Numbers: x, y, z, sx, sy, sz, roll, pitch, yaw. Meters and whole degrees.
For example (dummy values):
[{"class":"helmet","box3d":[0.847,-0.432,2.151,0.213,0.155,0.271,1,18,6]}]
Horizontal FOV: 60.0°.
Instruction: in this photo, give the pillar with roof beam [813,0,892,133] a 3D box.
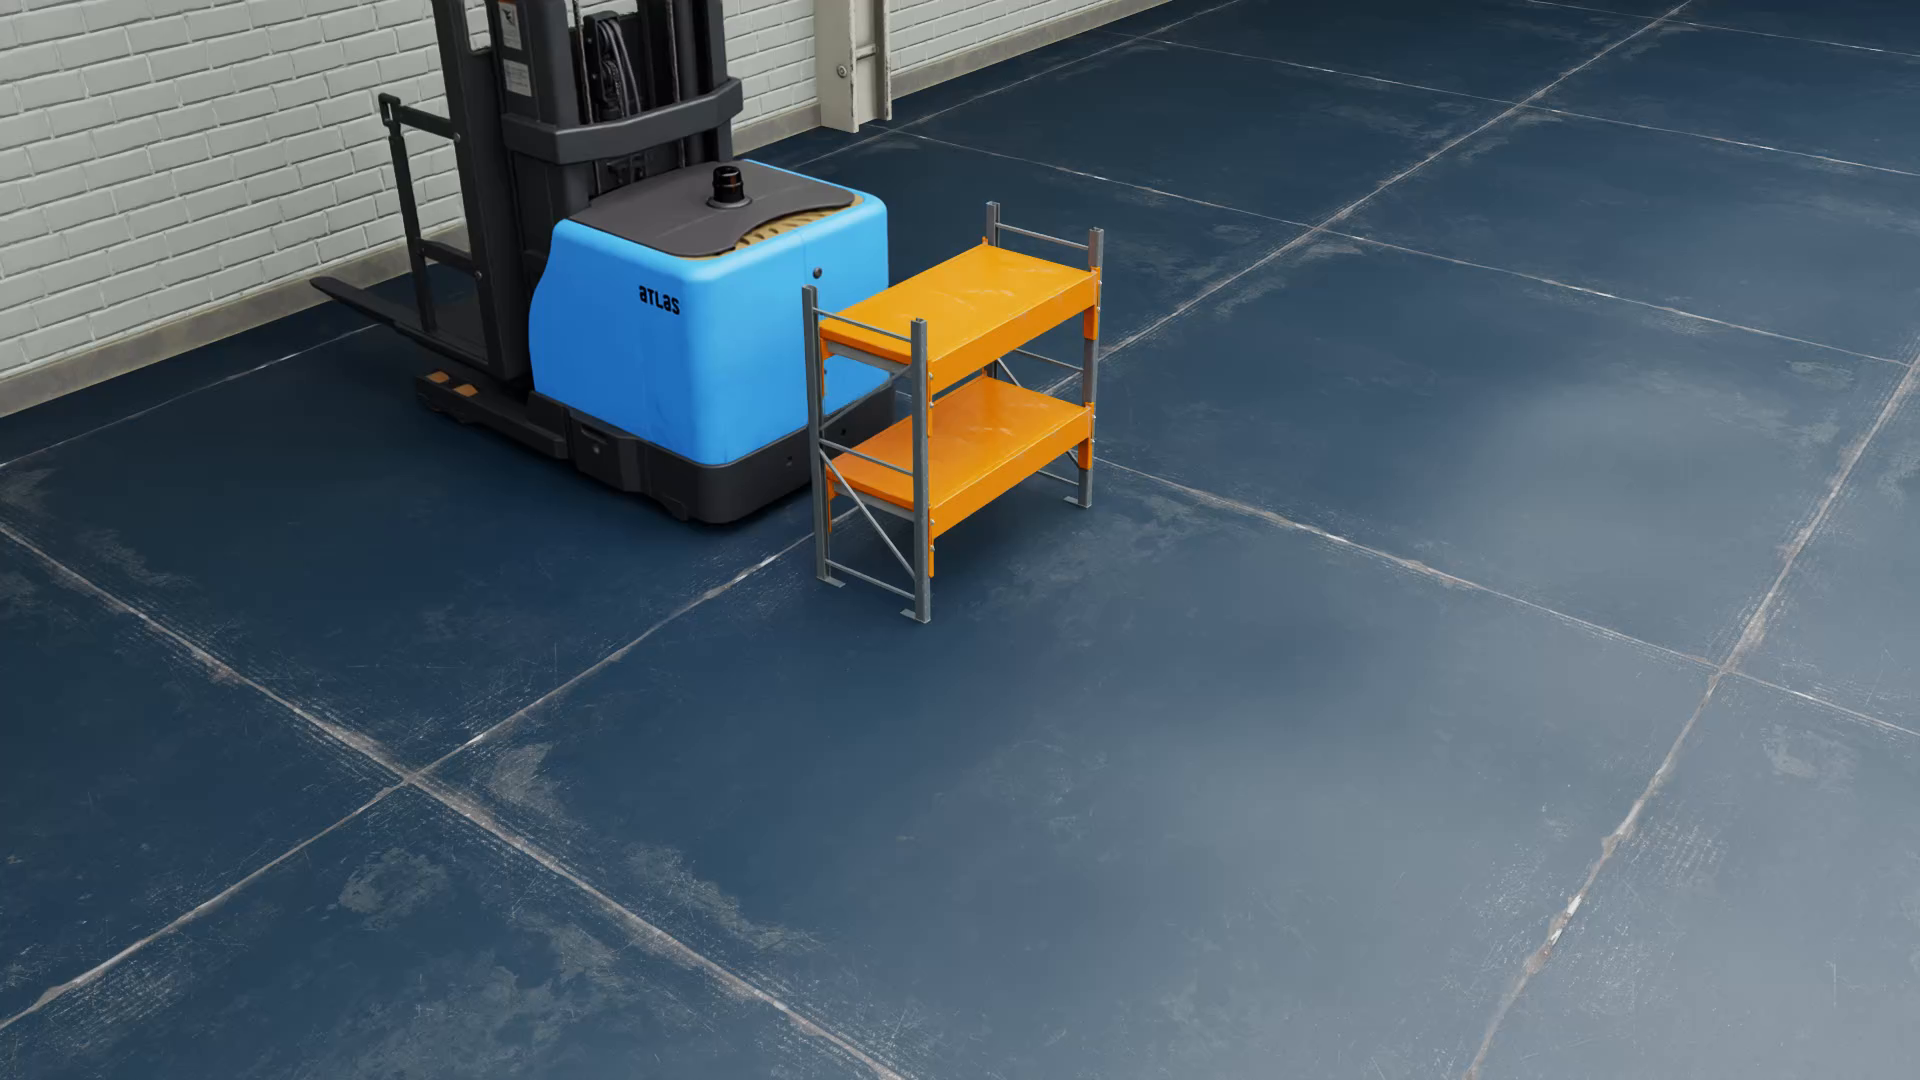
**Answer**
[{"class":"pillar with roof beam","box3d":[2.747,-5.281,6.334,9.100,9.000,0.400,21,37,31]}]

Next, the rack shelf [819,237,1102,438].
[{"class":"rack shelf","box3d":[-0.004,-0.733,5.809,0.538,0.278,1.000,21,37,31]}]

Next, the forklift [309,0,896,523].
[{"class":"forklift","box3d":[-1.718,-1.939,6.646,3.031,2.935,1.130,23,38,34]}]

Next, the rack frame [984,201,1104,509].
[{"class":"rack frame","box3d":[0.303,-0.688,6.307,0.500,1.125,0.032,21,37,31]}]

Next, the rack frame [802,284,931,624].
[{"class":"rack frame","box3d":[-0.311,-0.275,5.610,0.500,1.125,0.032,21,37,31]}]

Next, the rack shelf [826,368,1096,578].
[{"class":"rack shelf","box3d":[-0.004,-0.271,6.083,0.538,0.278,1.000,21,37,31]}]

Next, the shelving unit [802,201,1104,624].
[{"class":"shelving unit","box3d":[-0.004,-0.481,5.959,0.538,1.125,1.048,21,37,31]}]
